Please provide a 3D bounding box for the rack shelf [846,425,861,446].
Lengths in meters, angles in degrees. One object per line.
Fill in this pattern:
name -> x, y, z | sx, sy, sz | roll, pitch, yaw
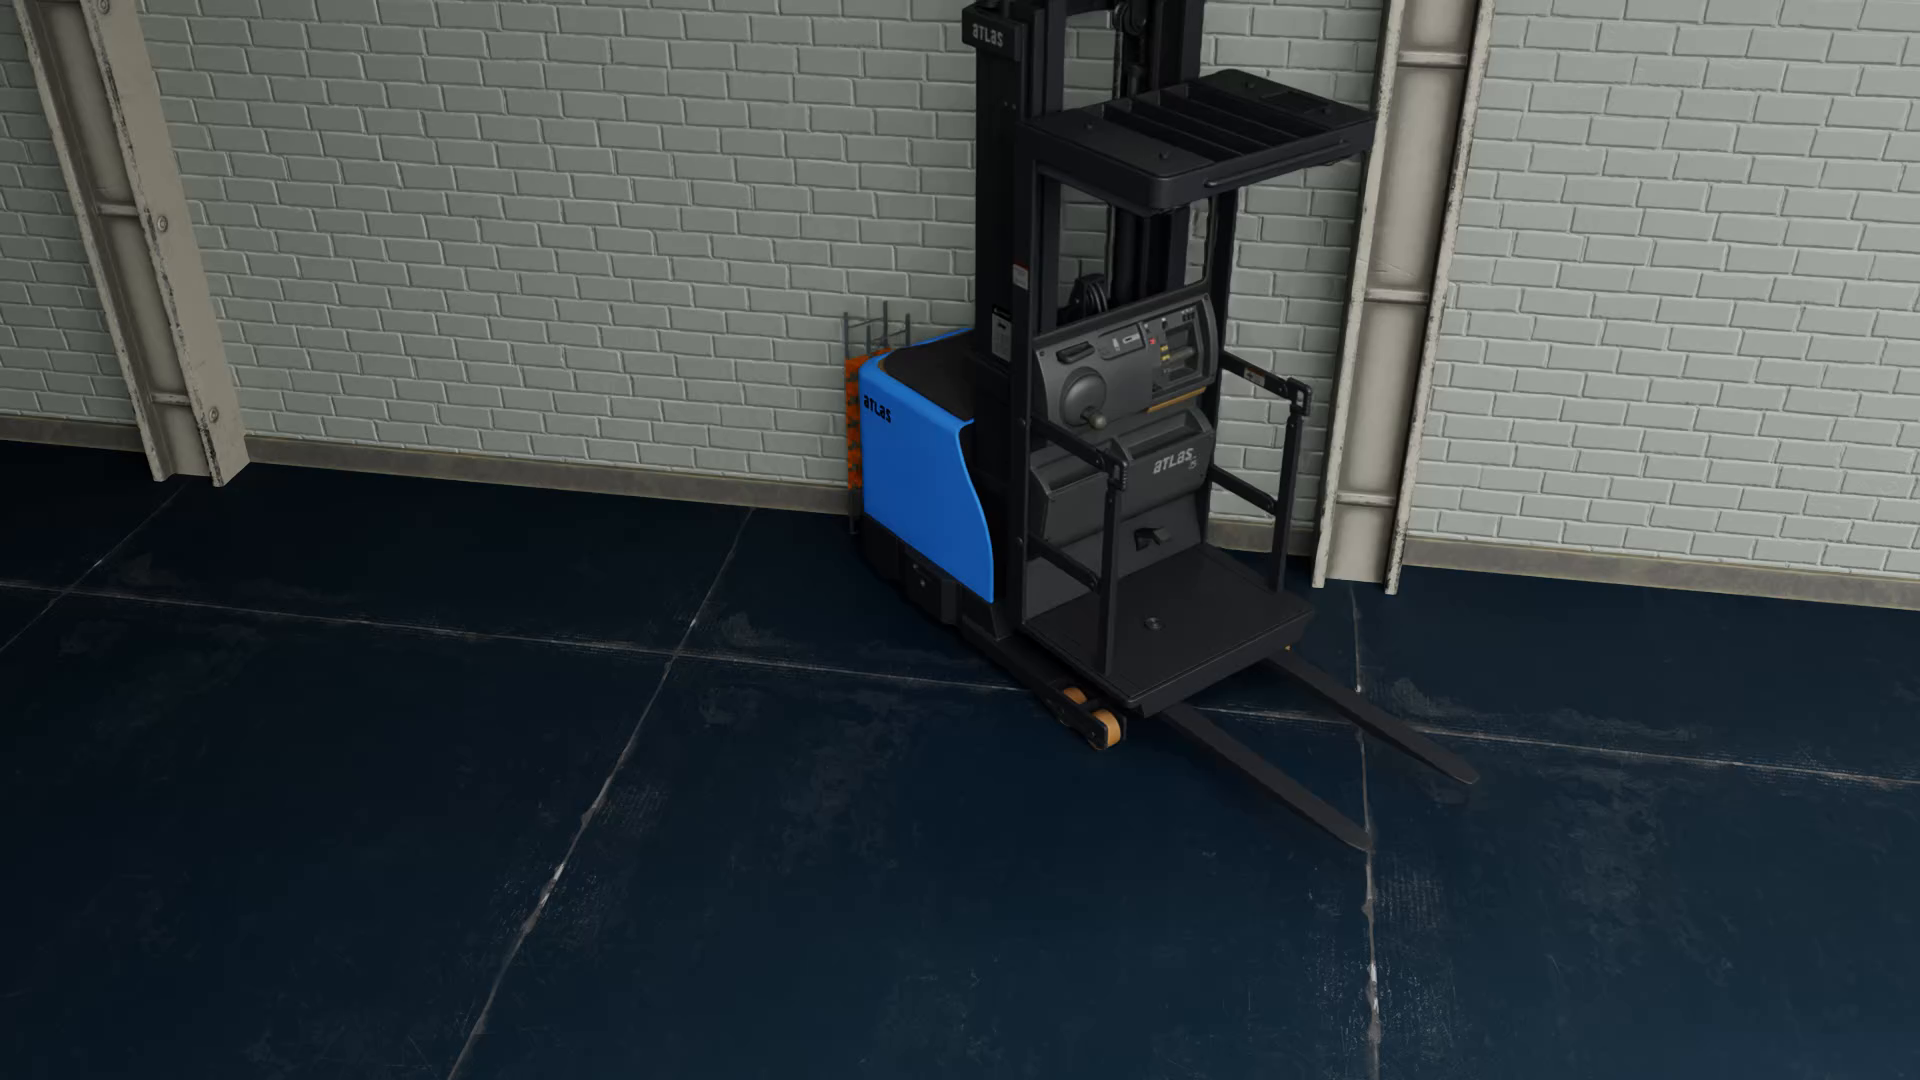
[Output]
rack shelf -> -0.390, -0.495, 7.990 | 0.258, 0.103, 0.180 | -21, 38, -31

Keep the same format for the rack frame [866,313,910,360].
rack frame -> -0.334, -0.495, 7.905 | 0.240, 1.200, 0.006 | -21, 38, -31

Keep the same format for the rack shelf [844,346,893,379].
rack shelf -> -0.386, -0.802, 7.802 | 0.258, 0.103, 0.180 | -21, 38, -31

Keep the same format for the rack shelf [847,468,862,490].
rack shelf -> -0.393, -0.291, 8.116 | 0.258, 0.103, 0.180 | -21, 38, -31

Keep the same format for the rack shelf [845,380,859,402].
rack shelf -> -0.387, -0.700, 7.865 | 0.258, 0.103, 0.180 | -21, 38, -31

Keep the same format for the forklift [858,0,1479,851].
forklift -> 0.813, -0.674, 6.564 | 1.130, 2.935, 3.031 | -22, 38, -31

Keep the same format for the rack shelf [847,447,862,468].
rack shelf -> -0.391, -0.393, 8.053 | 0.258, 0.103, 0.180 | -21, 38, -31

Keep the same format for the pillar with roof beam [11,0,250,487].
pillar with roof beam -> -4.750, -1.939, 2.866 | 0.400, 9.000, 9.100 | 5, 32, 8

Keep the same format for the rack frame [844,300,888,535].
rack frame -> -0.444, -0.572, 8.029 | 0.240, 1.200, 0.006 | -21, 38, -31

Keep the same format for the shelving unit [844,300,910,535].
shelving unit -> -0.389, -0.533, 7.967 | 0.258, 1.200, 0.189 | -21, 38, -31

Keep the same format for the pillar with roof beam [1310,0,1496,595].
pillar with roof beam -> 1.164, -1.403, 2.010 | 0.400, 9.000, 9.100 | 5, 32, 8

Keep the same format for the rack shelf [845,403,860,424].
rack shelf -> -0.388, -0.598, 7.928 | 0.258, 0.103, 0.180 | -21, 38, -31
